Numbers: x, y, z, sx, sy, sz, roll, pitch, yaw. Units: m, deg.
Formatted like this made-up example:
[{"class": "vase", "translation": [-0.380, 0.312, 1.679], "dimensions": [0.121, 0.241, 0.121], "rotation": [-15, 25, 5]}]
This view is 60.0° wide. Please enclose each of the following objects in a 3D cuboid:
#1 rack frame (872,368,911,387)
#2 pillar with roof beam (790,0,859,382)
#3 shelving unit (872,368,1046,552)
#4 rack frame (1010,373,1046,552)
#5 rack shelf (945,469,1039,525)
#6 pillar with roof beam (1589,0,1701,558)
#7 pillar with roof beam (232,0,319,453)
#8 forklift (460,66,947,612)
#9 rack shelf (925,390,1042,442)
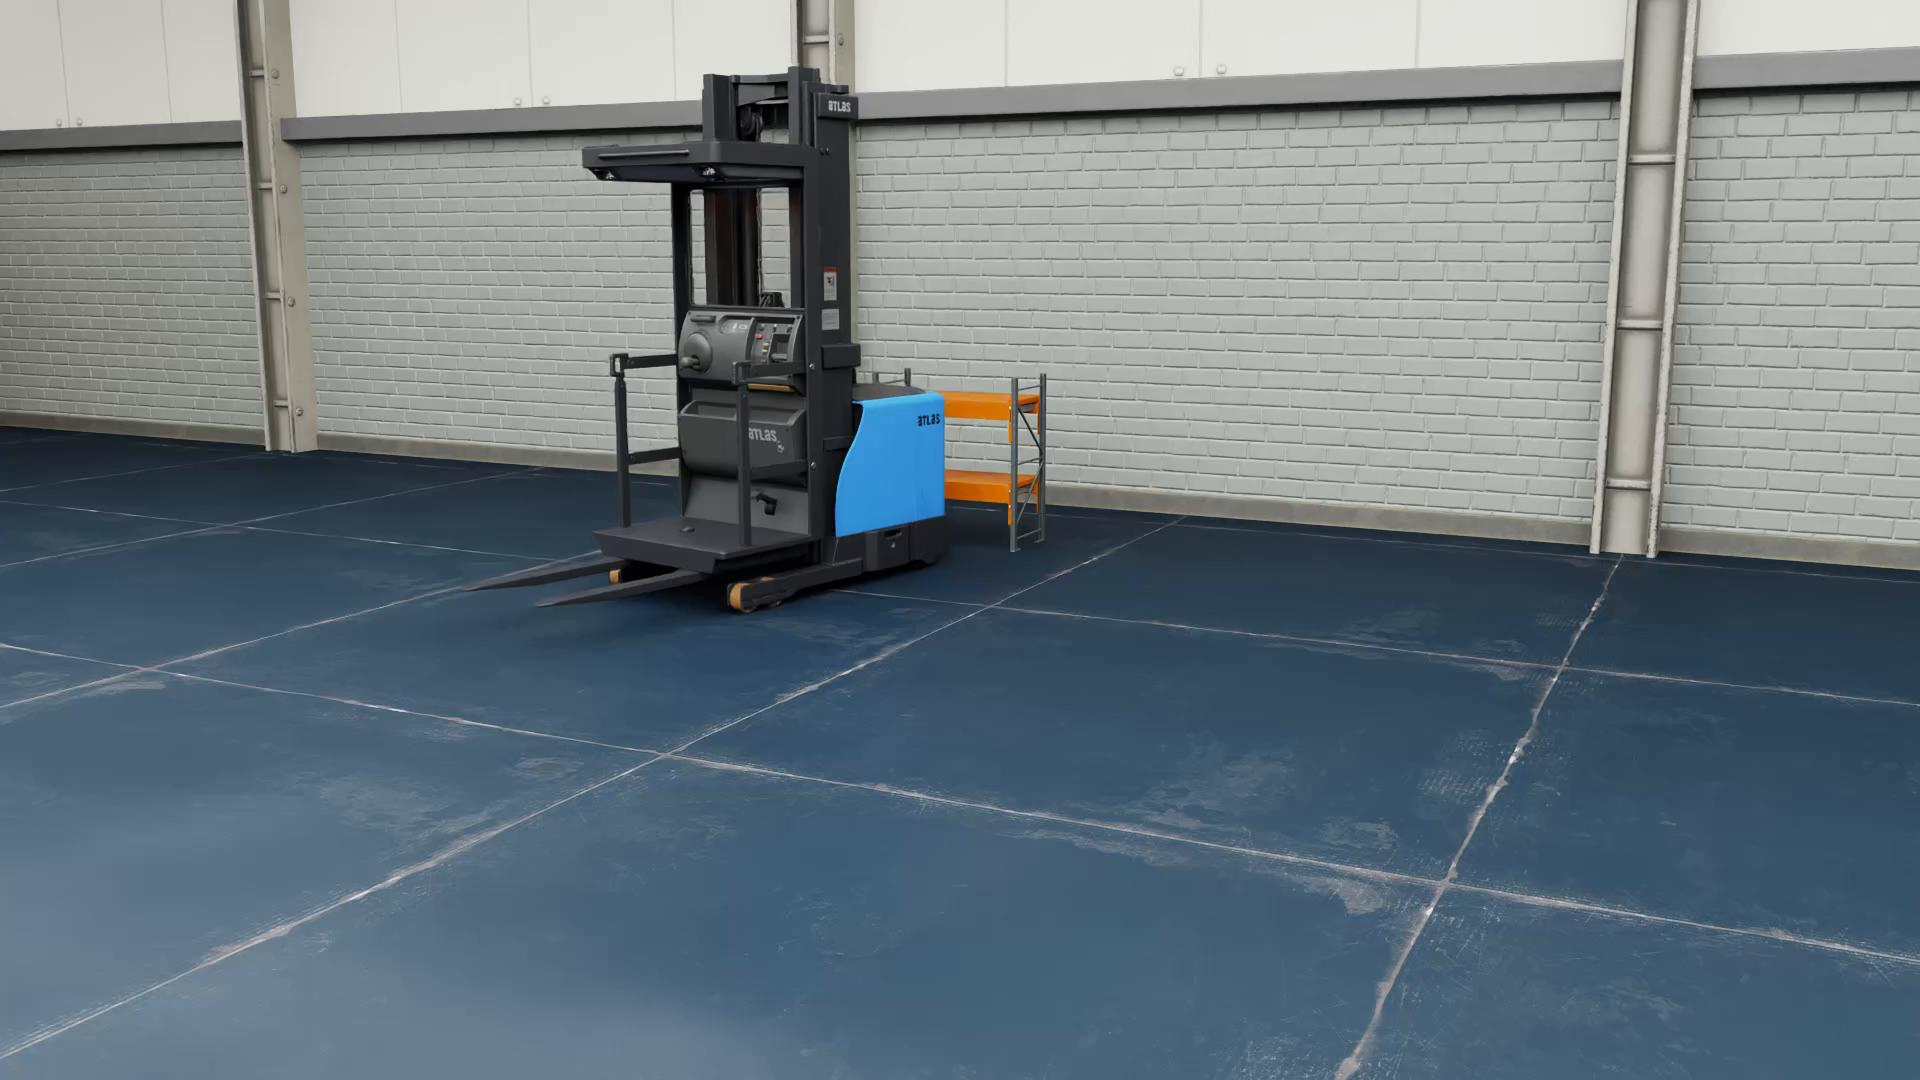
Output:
[{"class": "rack frame", "translation": [-0.462, -0.594, 11.354], "dimensions": [0.032, 1.125, 0.500], "rotation": [5, 11, 26]}, {"class": "pillar with roof beam", "translation": [-2.961, -4.139, 8.833], "dimensions": [0.400, 9.000, 9.100], "rotation": [5, 11, 26]}, {"class": "shelving unit", "translation": [-0.006, -0.554, 11.133], "dimensions": [1.048, 1.125, 0.538], "rotation": [5, 11, 26]}, {"class": "rack frame", "translation": [0.450, -0.514, 10.912], "dimensions": [0.032, 1.125, 0.500], "rotation": [5, 11, 26]}, {"class": "rack shelf", "translation": [-0.006, -0.313, 11.177], "dimensions": [1.000, 0.278, 0.538], "rotation": [5, 11, 26]}, {"class": "pillar with roof beam", "translation": [2.419, -3.667, 6.221], "dimensions": [0.400, 9.000, 9.100], "rotation": [5, 11, 26]}, {"class": "pillar with roof beam", "translation": [-8.342, -4.612, 11.446], "dimensions": [0.400, 9.000, 9.100], "rotation": [5, 11, 26]}, {"class": "forklift", "translation": [-1.387, -1.146, 9.335], "dimensions": [1.130, 2.935, 3.031], "rotation": [8, 13, 38]}, {"class": "rack shelf", "translation": [-0.006, -0.842, 11.081], "dimensions": [1.000, 0.278, 0.538], "rotation": [5, 11, 26]}]
